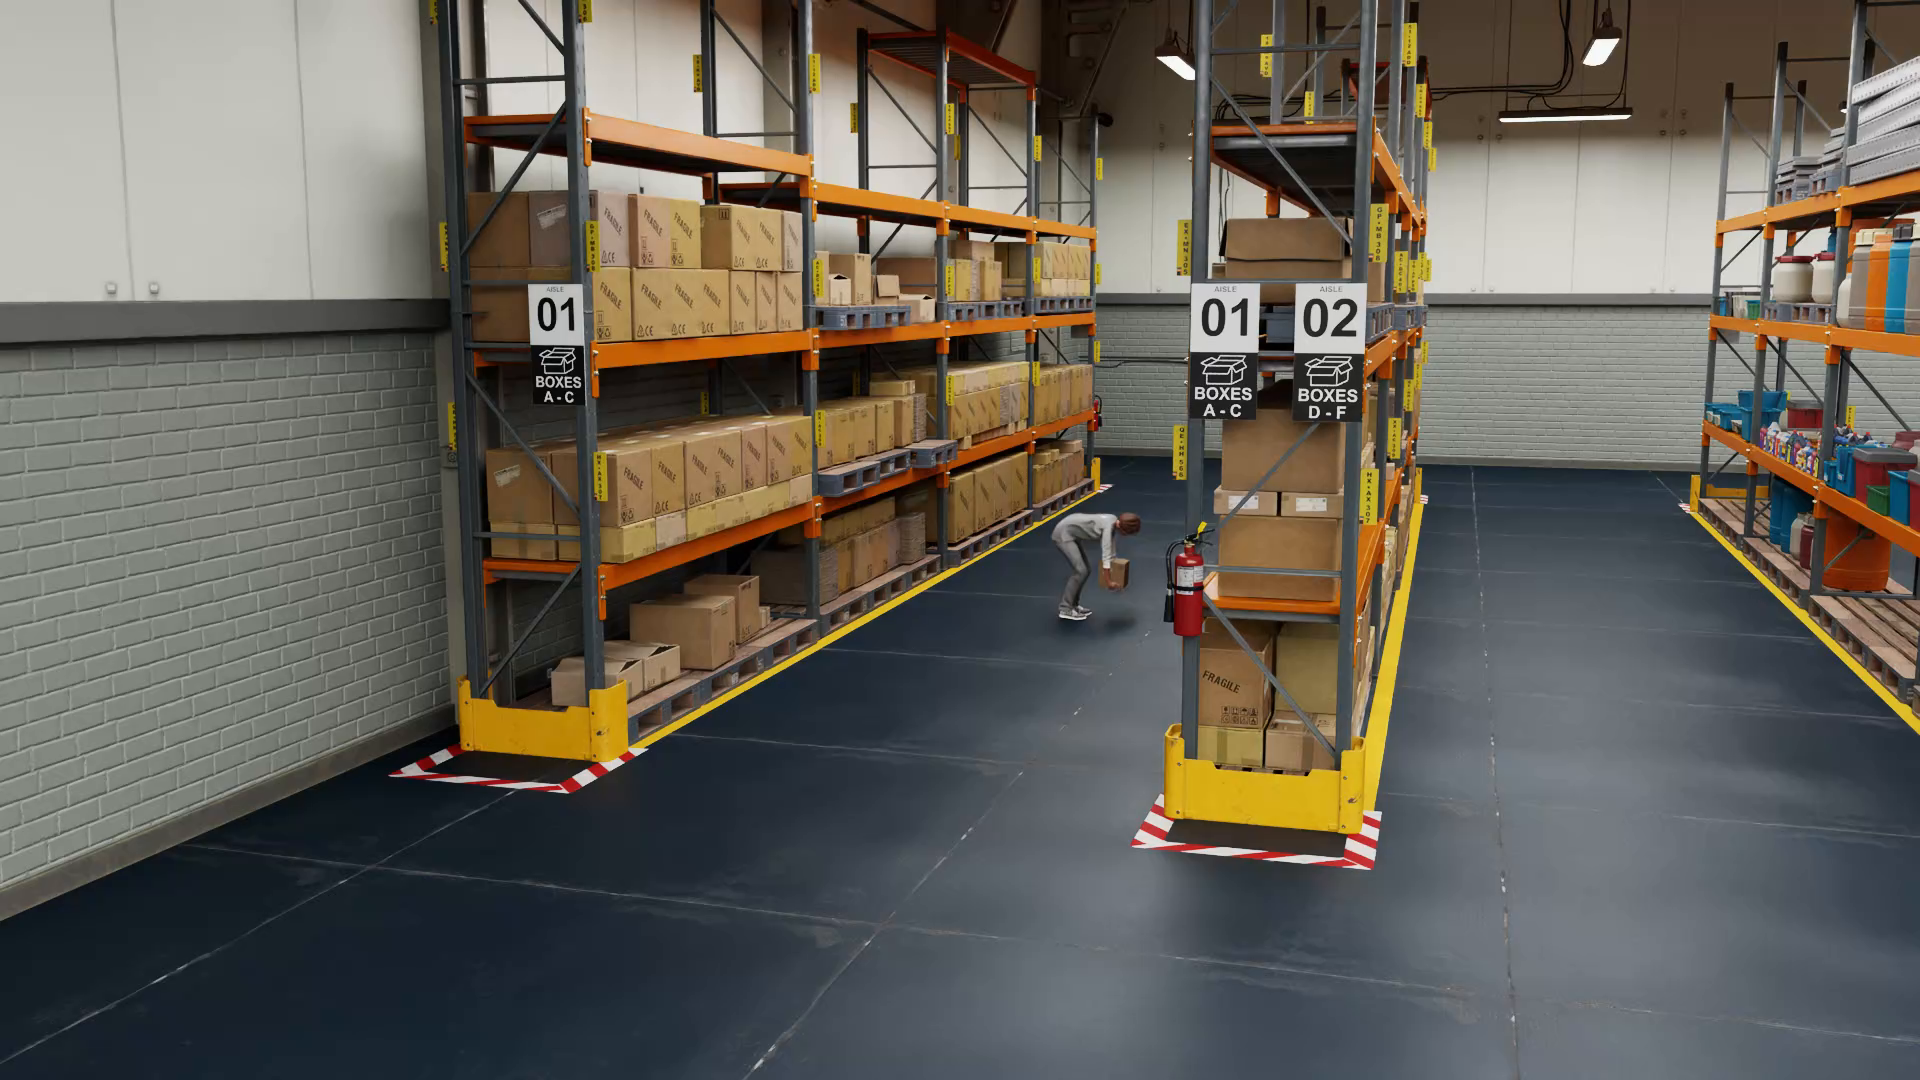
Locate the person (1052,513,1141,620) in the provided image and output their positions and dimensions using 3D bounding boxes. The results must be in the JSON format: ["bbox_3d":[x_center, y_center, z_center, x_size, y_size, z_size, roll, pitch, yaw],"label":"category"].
[{"bbox_3d":[1.314,0.256,16.093,0.864,1.029,0.390,2,9,14],"label":"person"}]
